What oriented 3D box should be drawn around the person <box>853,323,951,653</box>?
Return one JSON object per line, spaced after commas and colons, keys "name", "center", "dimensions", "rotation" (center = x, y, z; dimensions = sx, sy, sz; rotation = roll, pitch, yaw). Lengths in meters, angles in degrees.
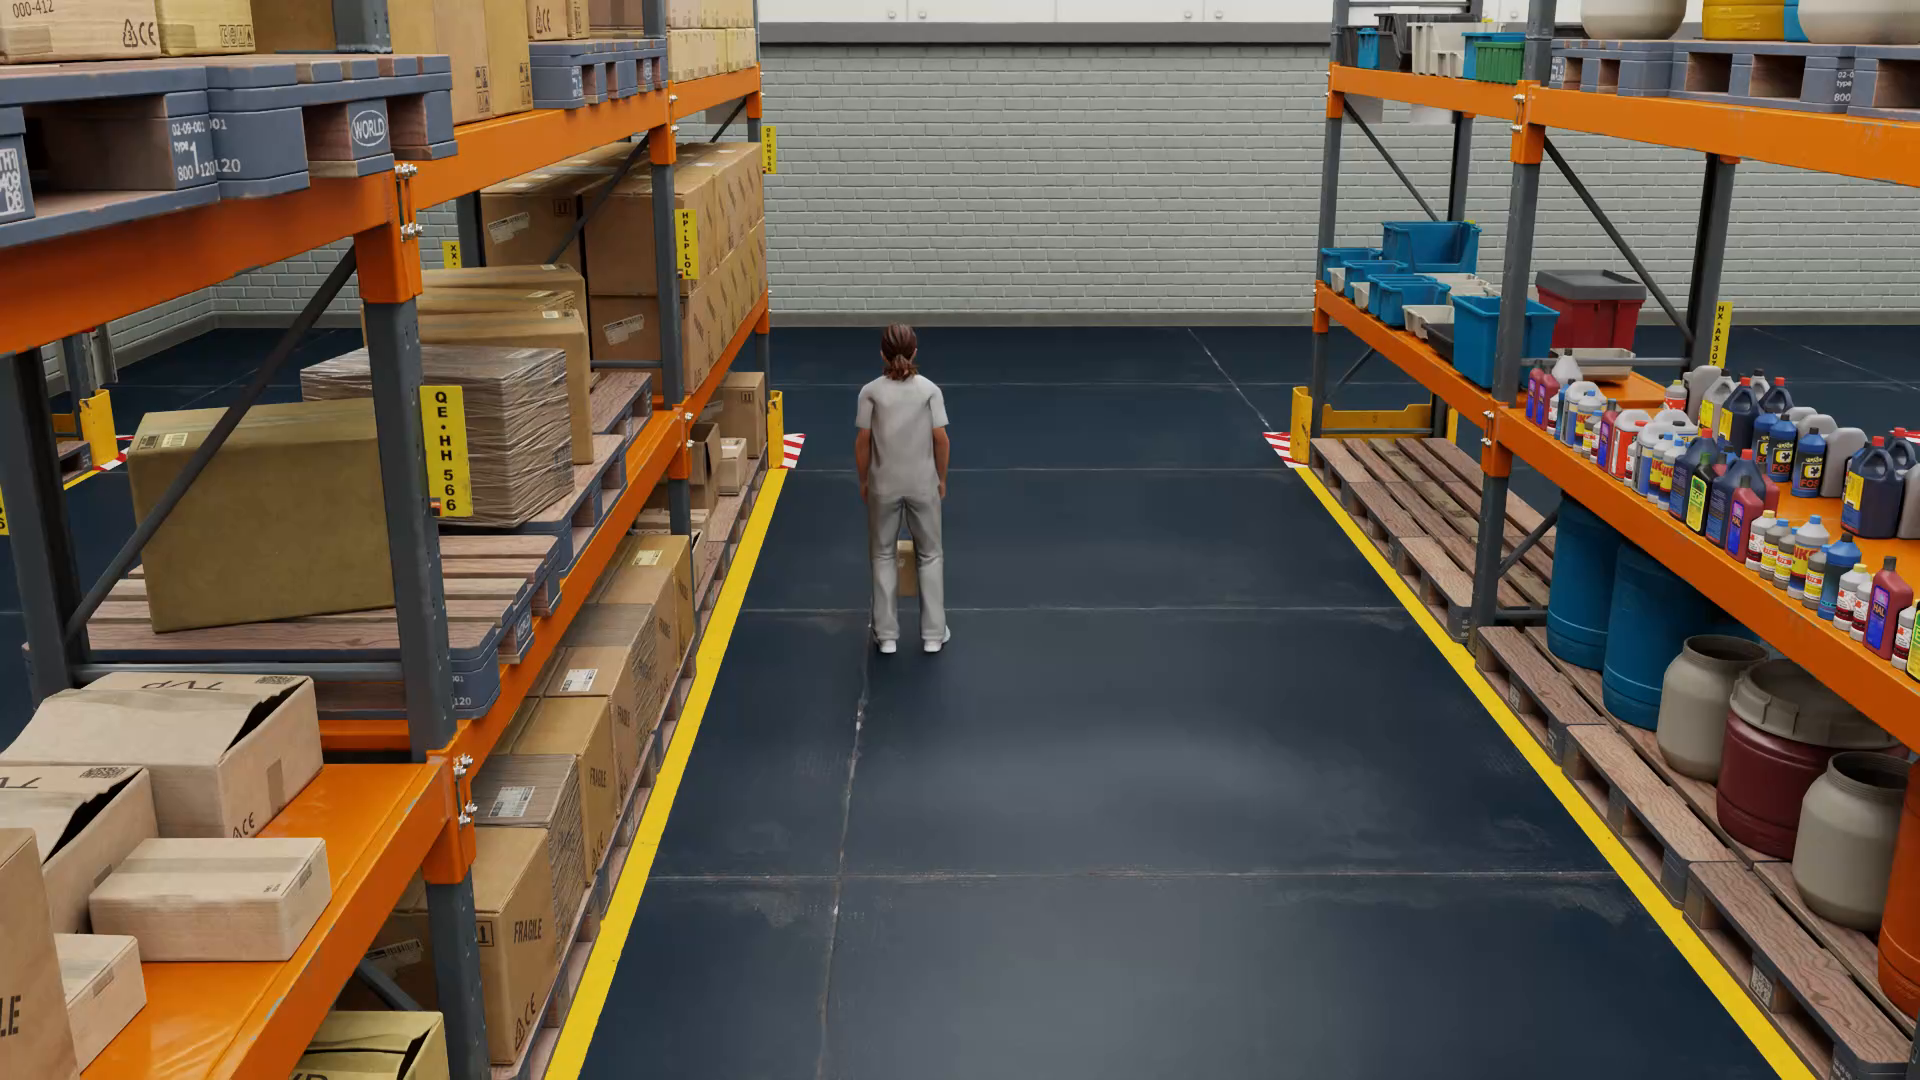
{"name": "person", "center": [-0.288, -0.254, 8.367], "dimensions": [0.489, 1.673, 0.354], "rotation": [0, 17, -1]}
